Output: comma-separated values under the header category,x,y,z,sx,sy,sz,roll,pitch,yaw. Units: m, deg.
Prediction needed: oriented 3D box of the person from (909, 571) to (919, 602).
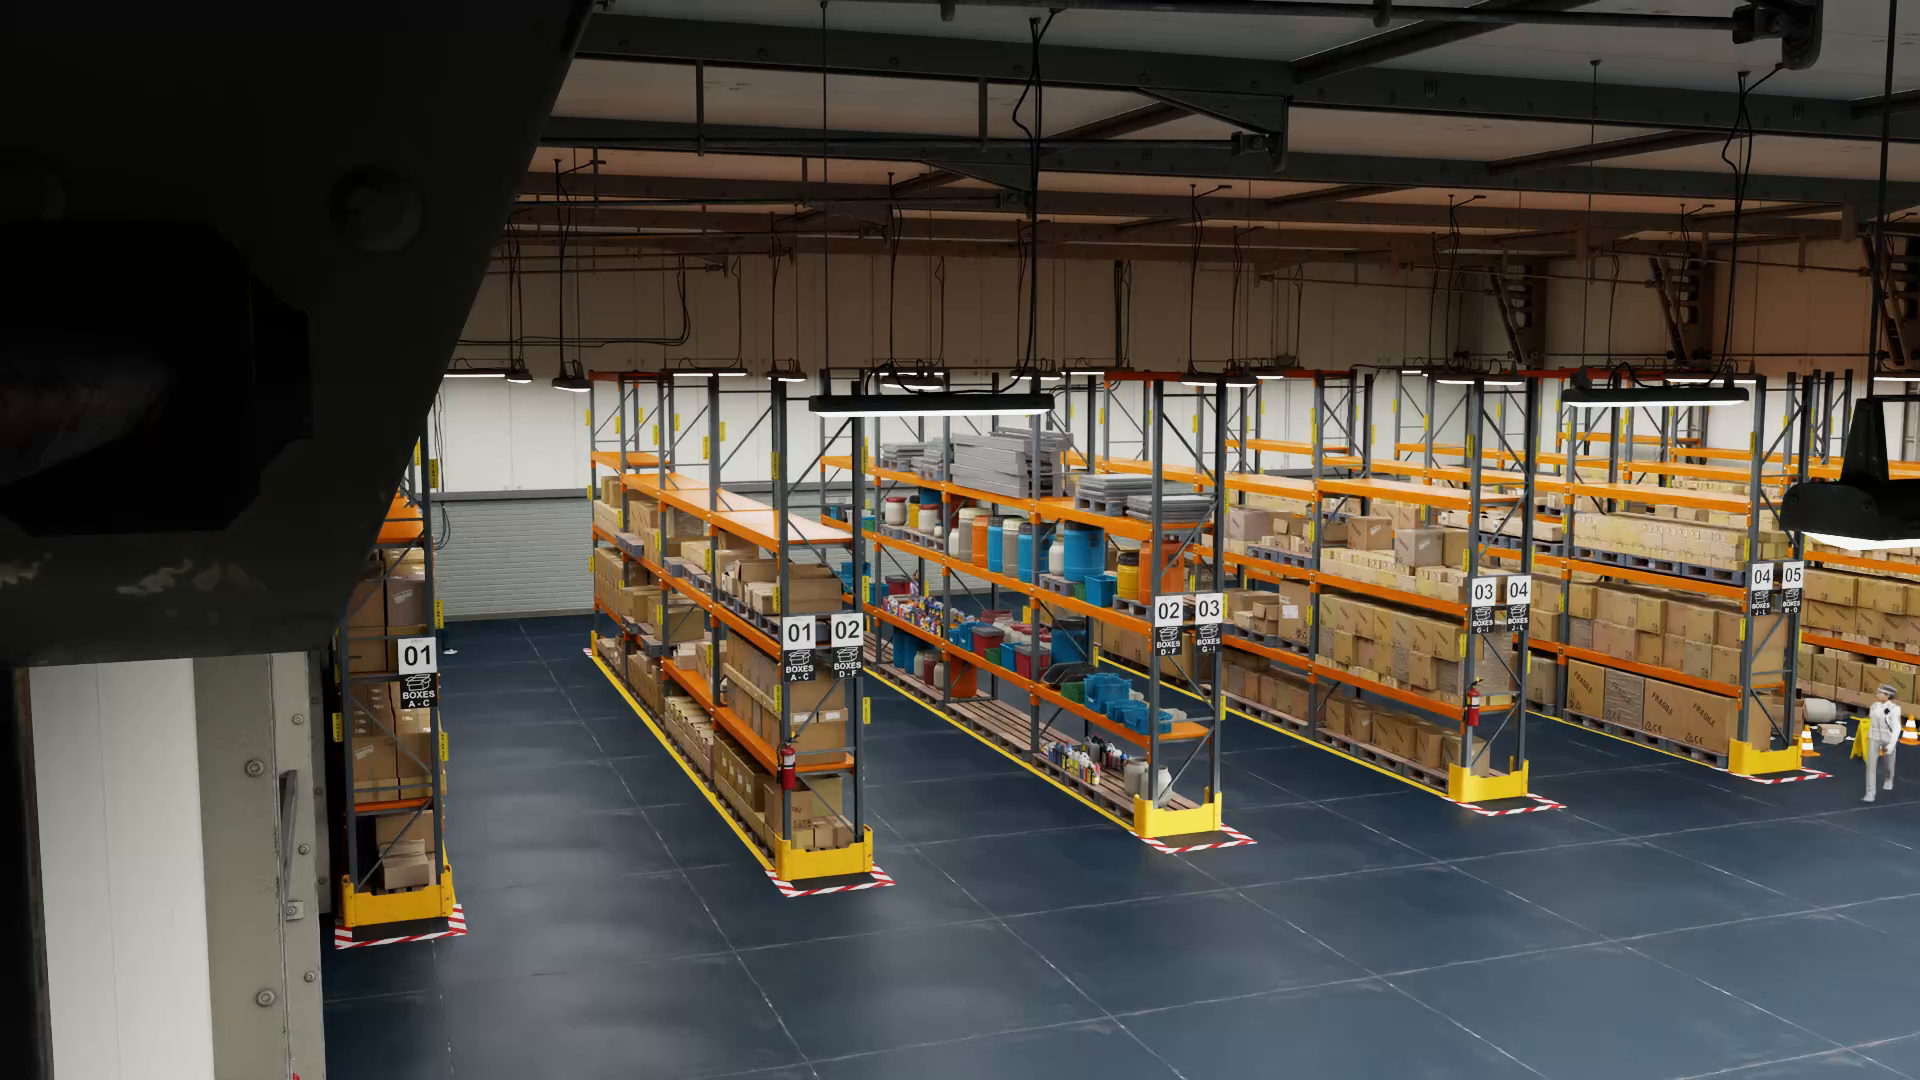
category,x,y,z,sx,sy,sz,roll,pitch,yaw
person,-0.939,1.487,36.154,0.370,1.663,0.502,4,7,29

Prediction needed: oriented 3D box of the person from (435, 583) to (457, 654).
category,x,y,z,sx,sy,sz,roll,pitch,yaw
person,-11.062,1.656,34.950,0.893,1.548,0.485,-2,7,-13

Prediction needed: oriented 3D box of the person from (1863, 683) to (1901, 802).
category,x,y,z,sx,sy,sz,roll,pitch,yaw
person,13.176,2.855,23.727,0.423,1.650,0.956,4,8,32
